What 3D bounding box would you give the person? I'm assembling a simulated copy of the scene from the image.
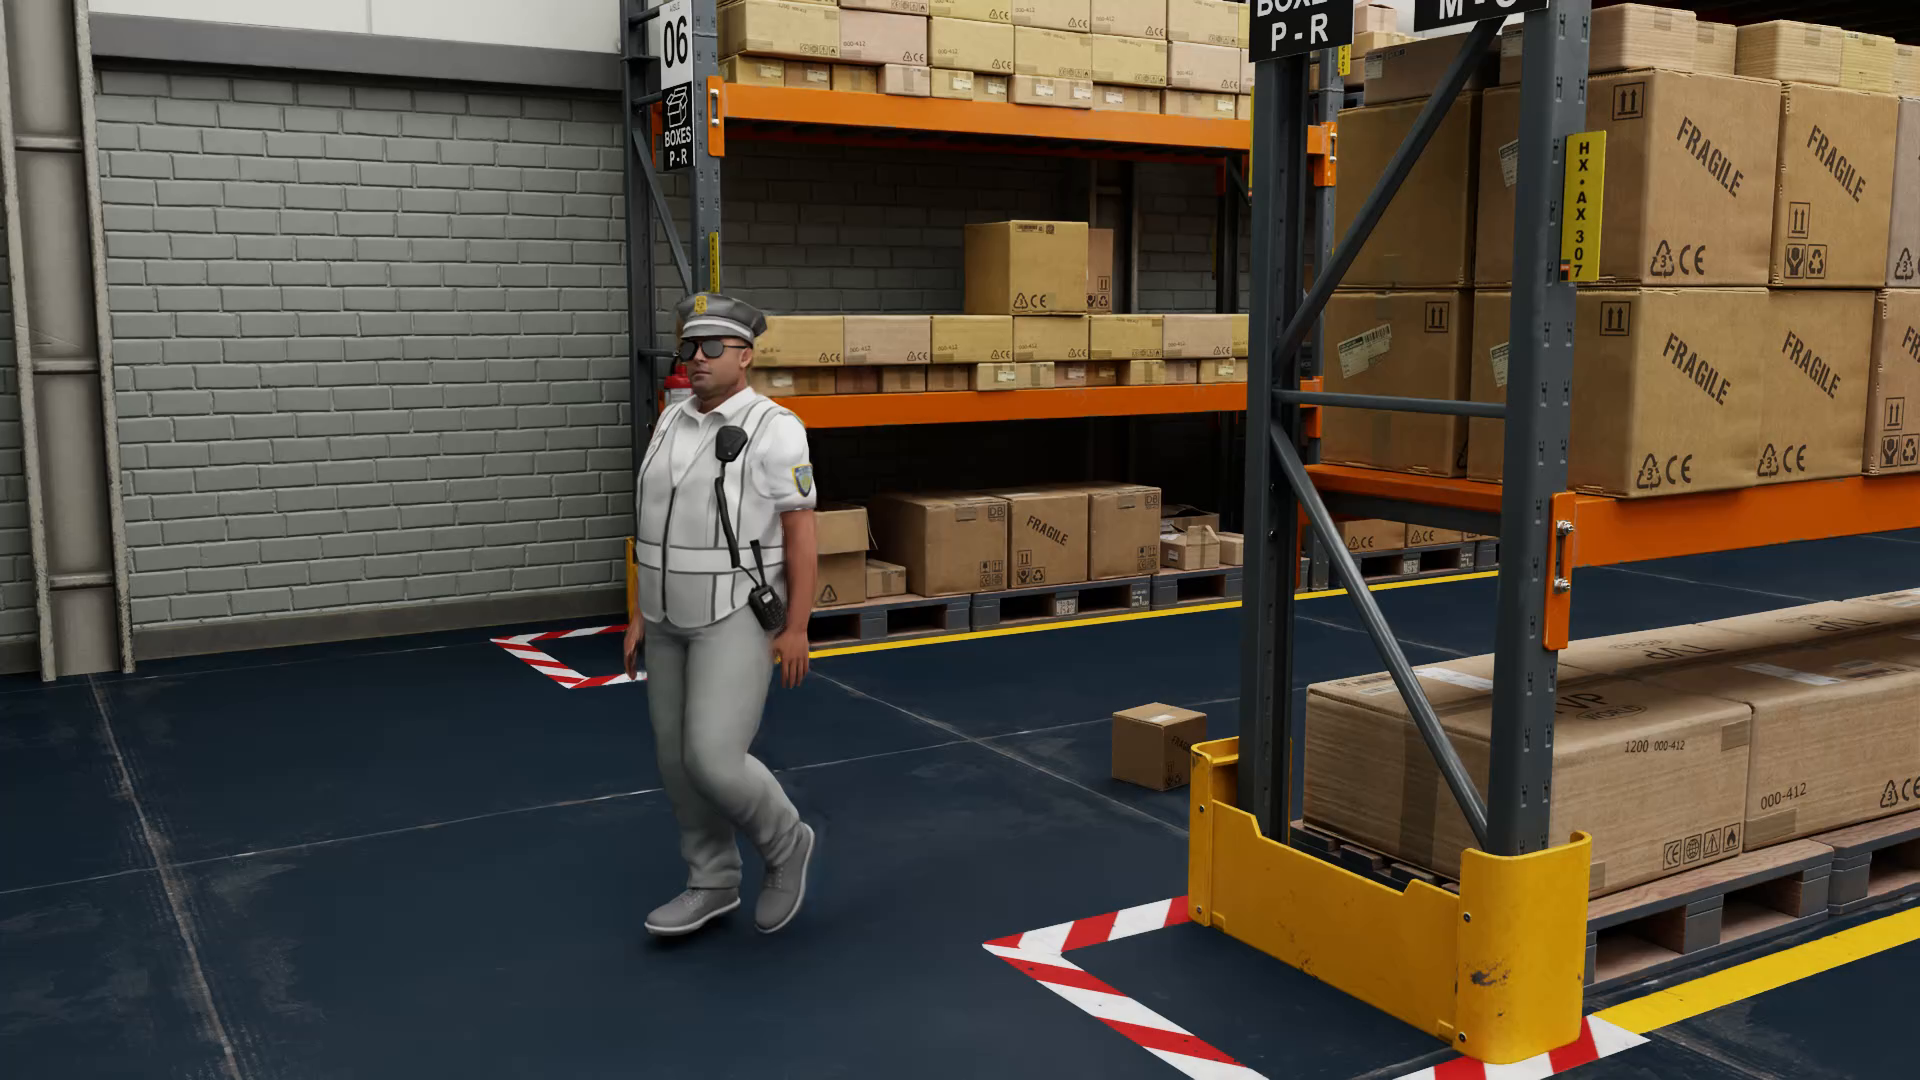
[{"bbox_3d":[-0.681,0.220,4.580,0.545,1.782,0.484,5,10,34],"label":"person"}]
